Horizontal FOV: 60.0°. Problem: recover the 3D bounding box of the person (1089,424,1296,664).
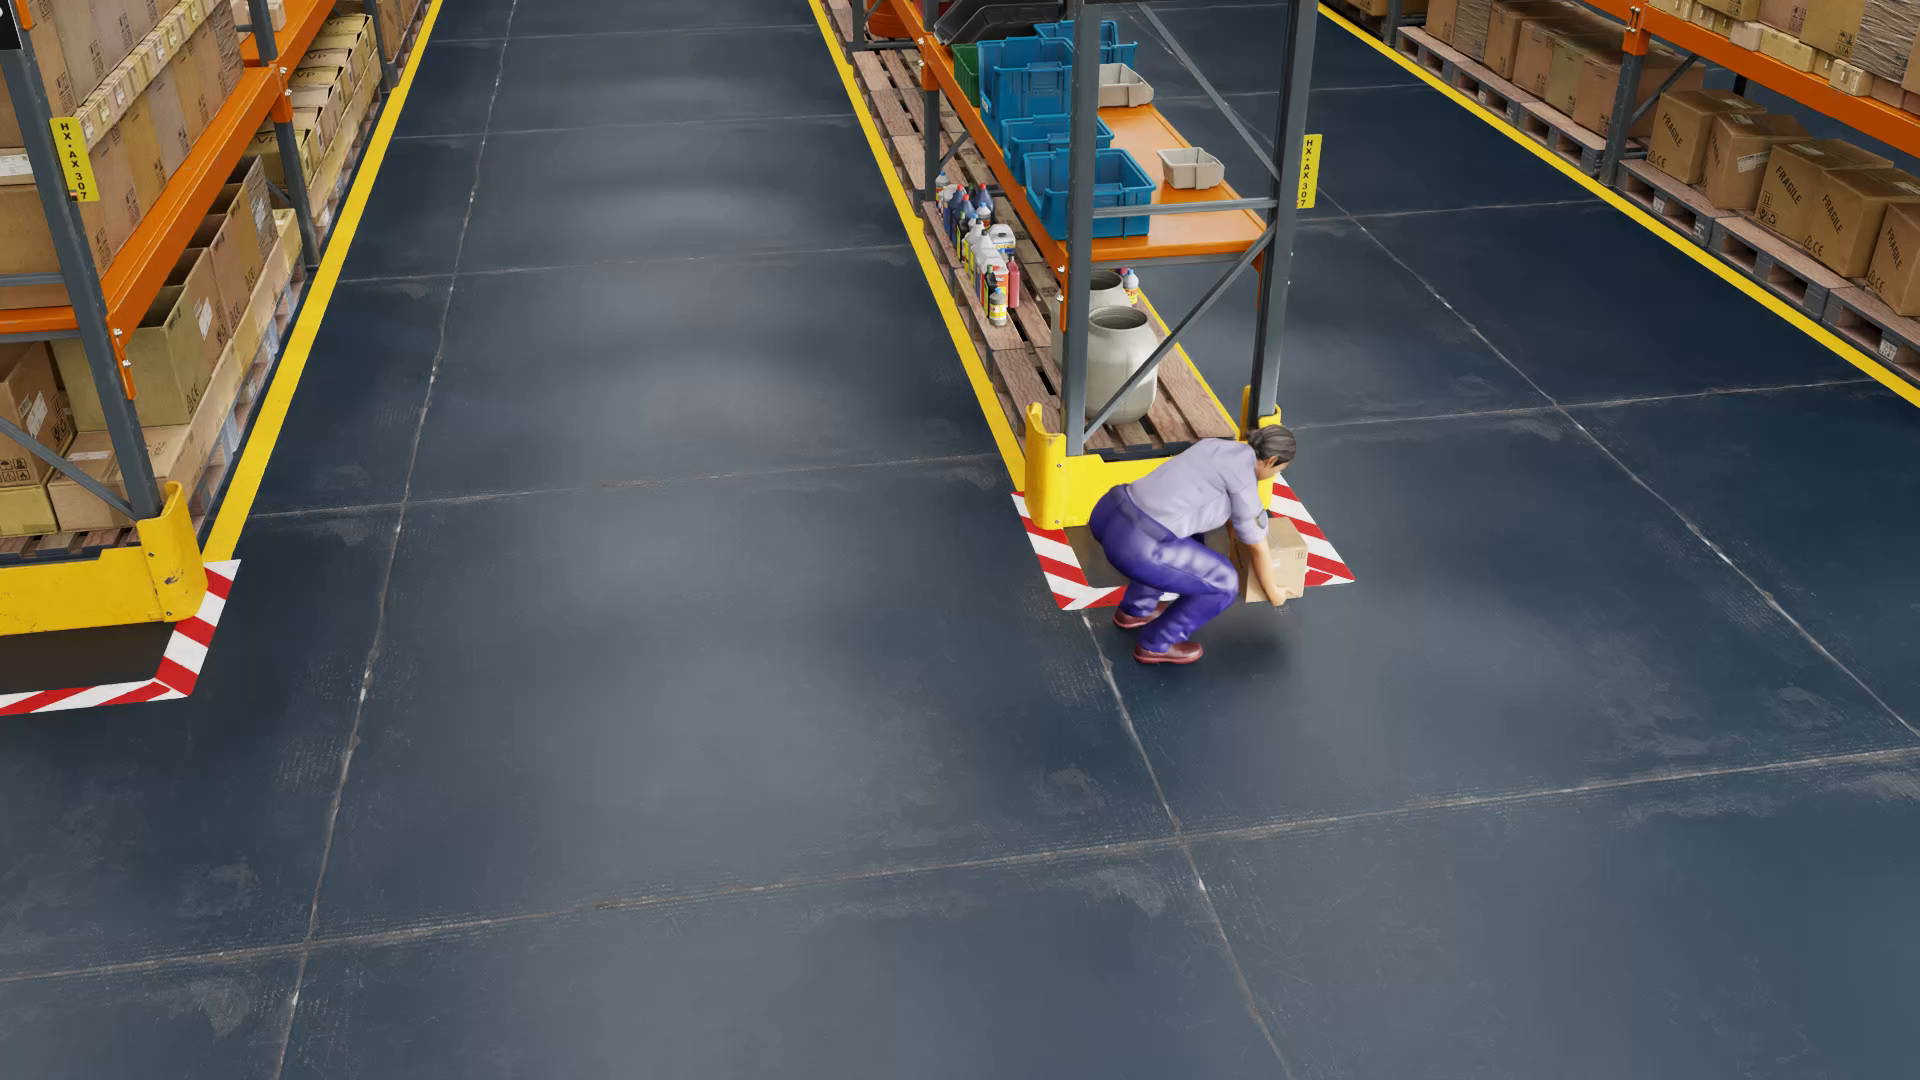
[{"bbox_3d":[0.962,0.003,6.844,0.868,0.937,0.516,-8,32,-13],"label":"person"}]
